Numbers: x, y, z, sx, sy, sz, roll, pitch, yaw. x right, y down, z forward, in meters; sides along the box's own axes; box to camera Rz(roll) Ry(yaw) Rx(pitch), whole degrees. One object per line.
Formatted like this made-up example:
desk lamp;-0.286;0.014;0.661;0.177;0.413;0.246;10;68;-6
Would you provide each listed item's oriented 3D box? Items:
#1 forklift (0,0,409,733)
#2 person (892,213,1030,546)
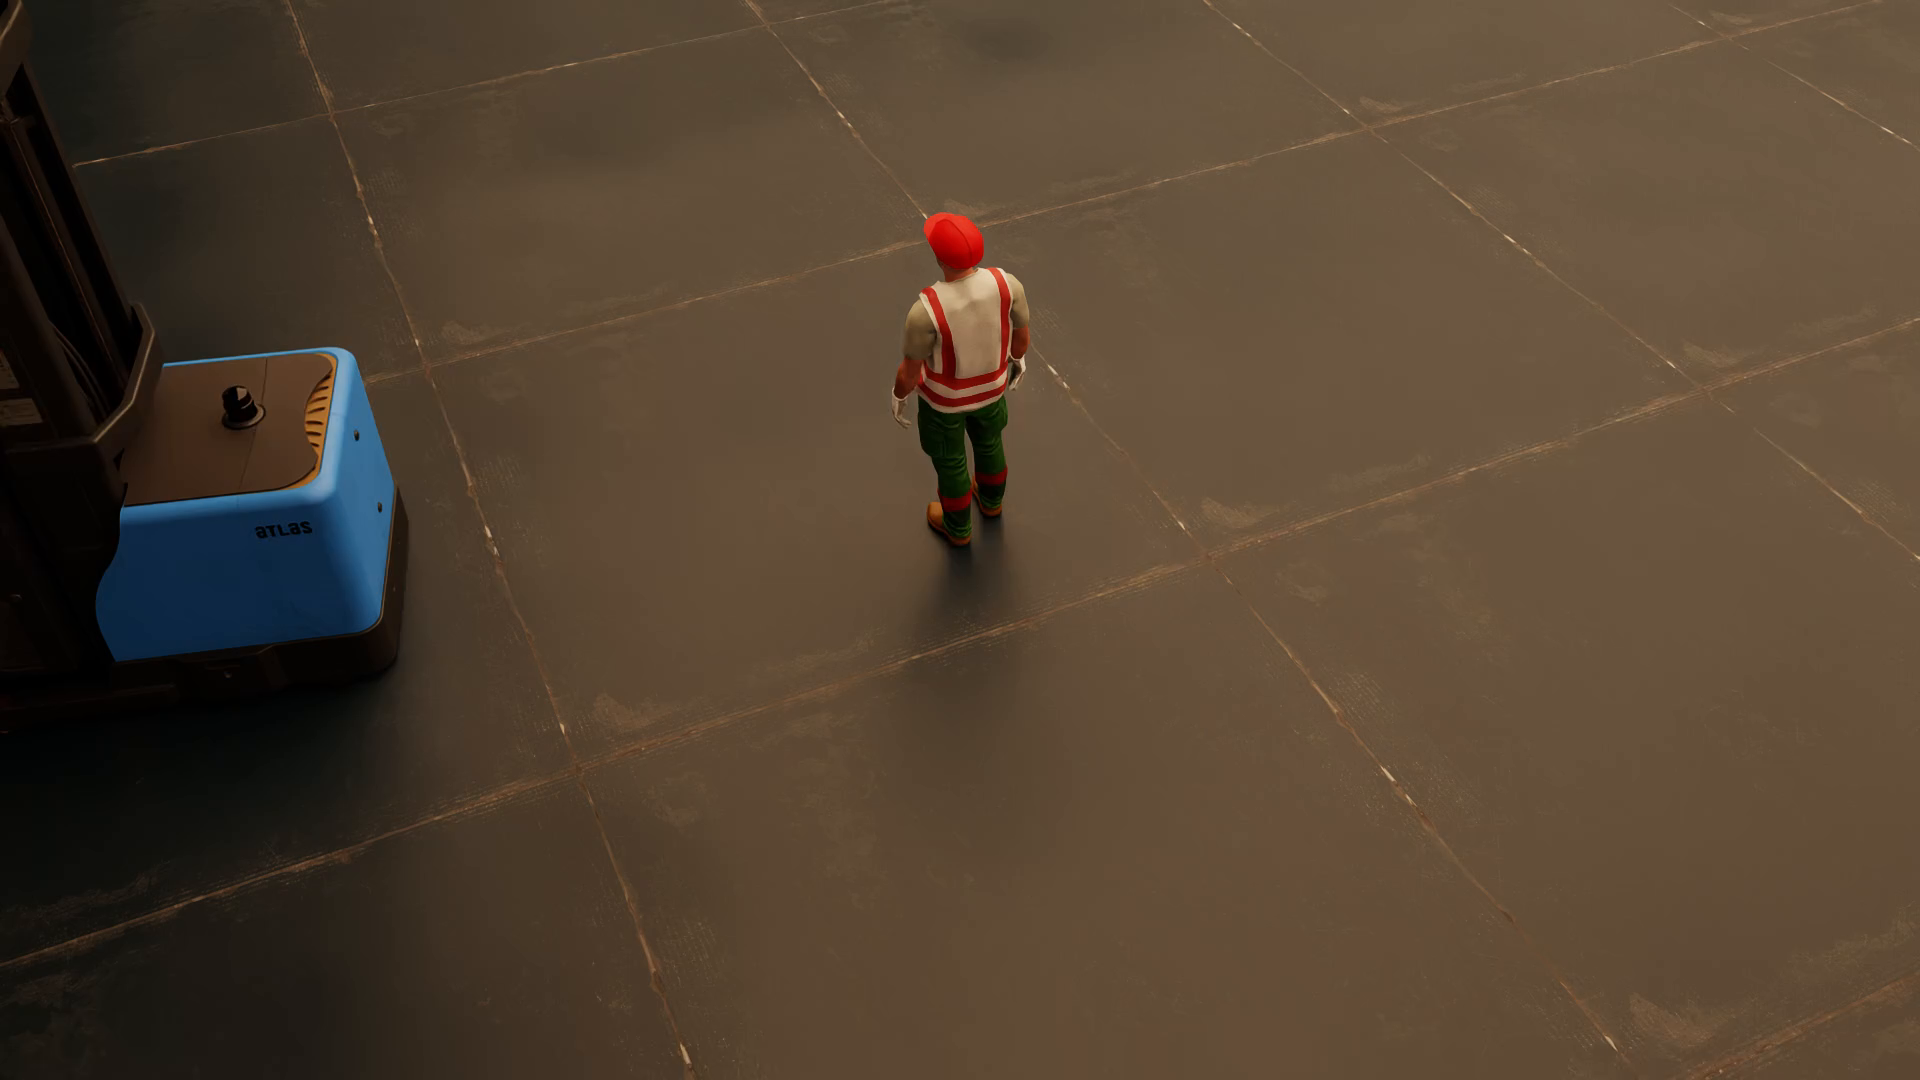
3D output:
forklift;-4.005;-0.633;6.358;3.031;2.935;1.130;-7;43;-7
person;-0.023;-0.713;7.270;0.637;1.790;0.562;-18;46;-18
